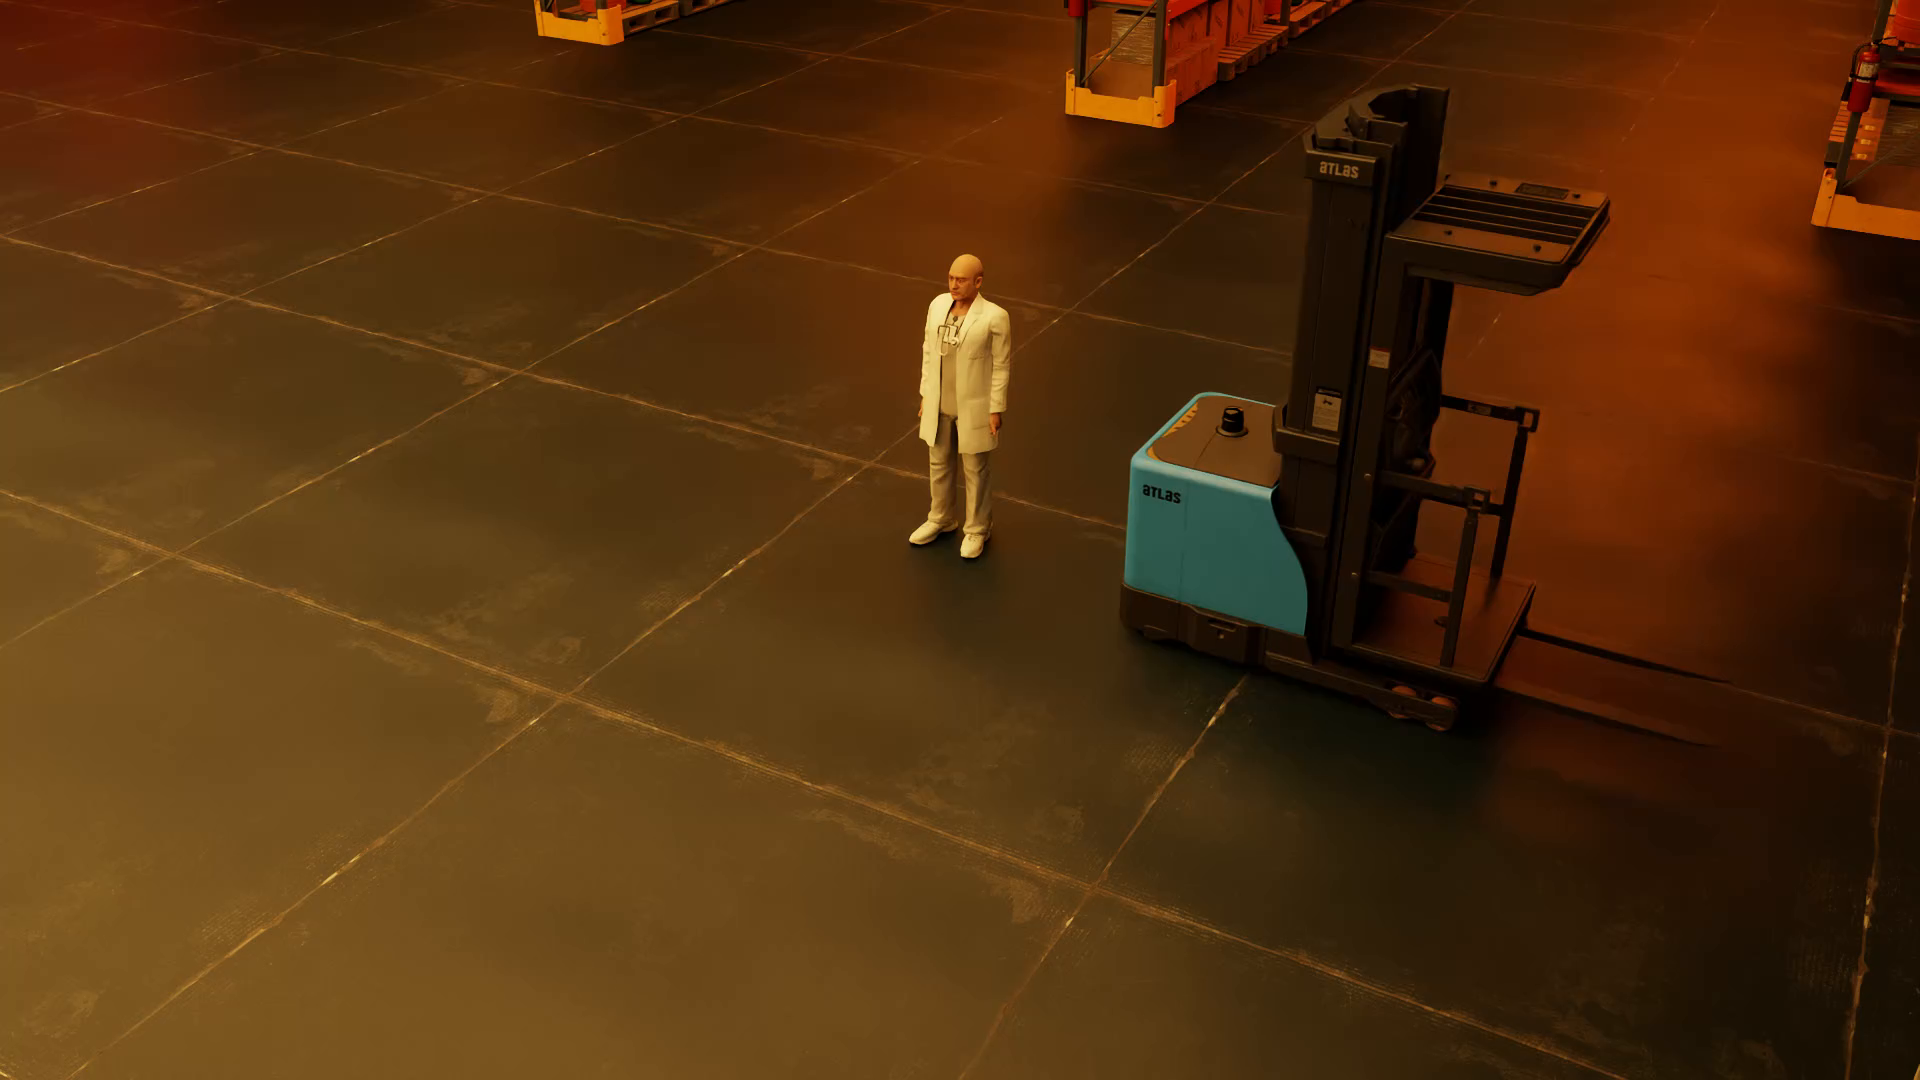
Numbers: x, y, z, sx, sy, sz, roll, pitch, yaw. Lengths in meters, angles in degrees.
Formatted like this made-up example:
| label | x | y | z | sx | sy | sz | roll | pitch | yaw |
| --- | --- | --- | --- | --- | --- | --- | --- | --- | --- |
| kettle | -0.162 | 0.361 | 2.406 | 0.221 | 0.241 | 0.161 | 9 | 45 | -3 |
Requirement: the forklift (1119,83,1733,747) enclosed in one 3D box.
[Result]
| label | x | y | z | sx | sy | sz | roll | pitch | yaw |
| --- | --- | --- | --- | --- | --- | --- | --- | --- | --- |
| forklift | 2.411 | -0.617 | 8.140 | 3.031 | 2.935 | 1.130 | 16 | 34 | 25 |

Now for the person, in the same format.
| label | x | y | z | sx | sy | sz | roll | pitch | yaw |
| --- | --- | --- | --- | --- | --- | --- | --- | --- | --- |
| person | -0.007 | -0.762 | 9.543 | 0.553 | 1.782 | 0.391 | 15 | 33 | 25 |
